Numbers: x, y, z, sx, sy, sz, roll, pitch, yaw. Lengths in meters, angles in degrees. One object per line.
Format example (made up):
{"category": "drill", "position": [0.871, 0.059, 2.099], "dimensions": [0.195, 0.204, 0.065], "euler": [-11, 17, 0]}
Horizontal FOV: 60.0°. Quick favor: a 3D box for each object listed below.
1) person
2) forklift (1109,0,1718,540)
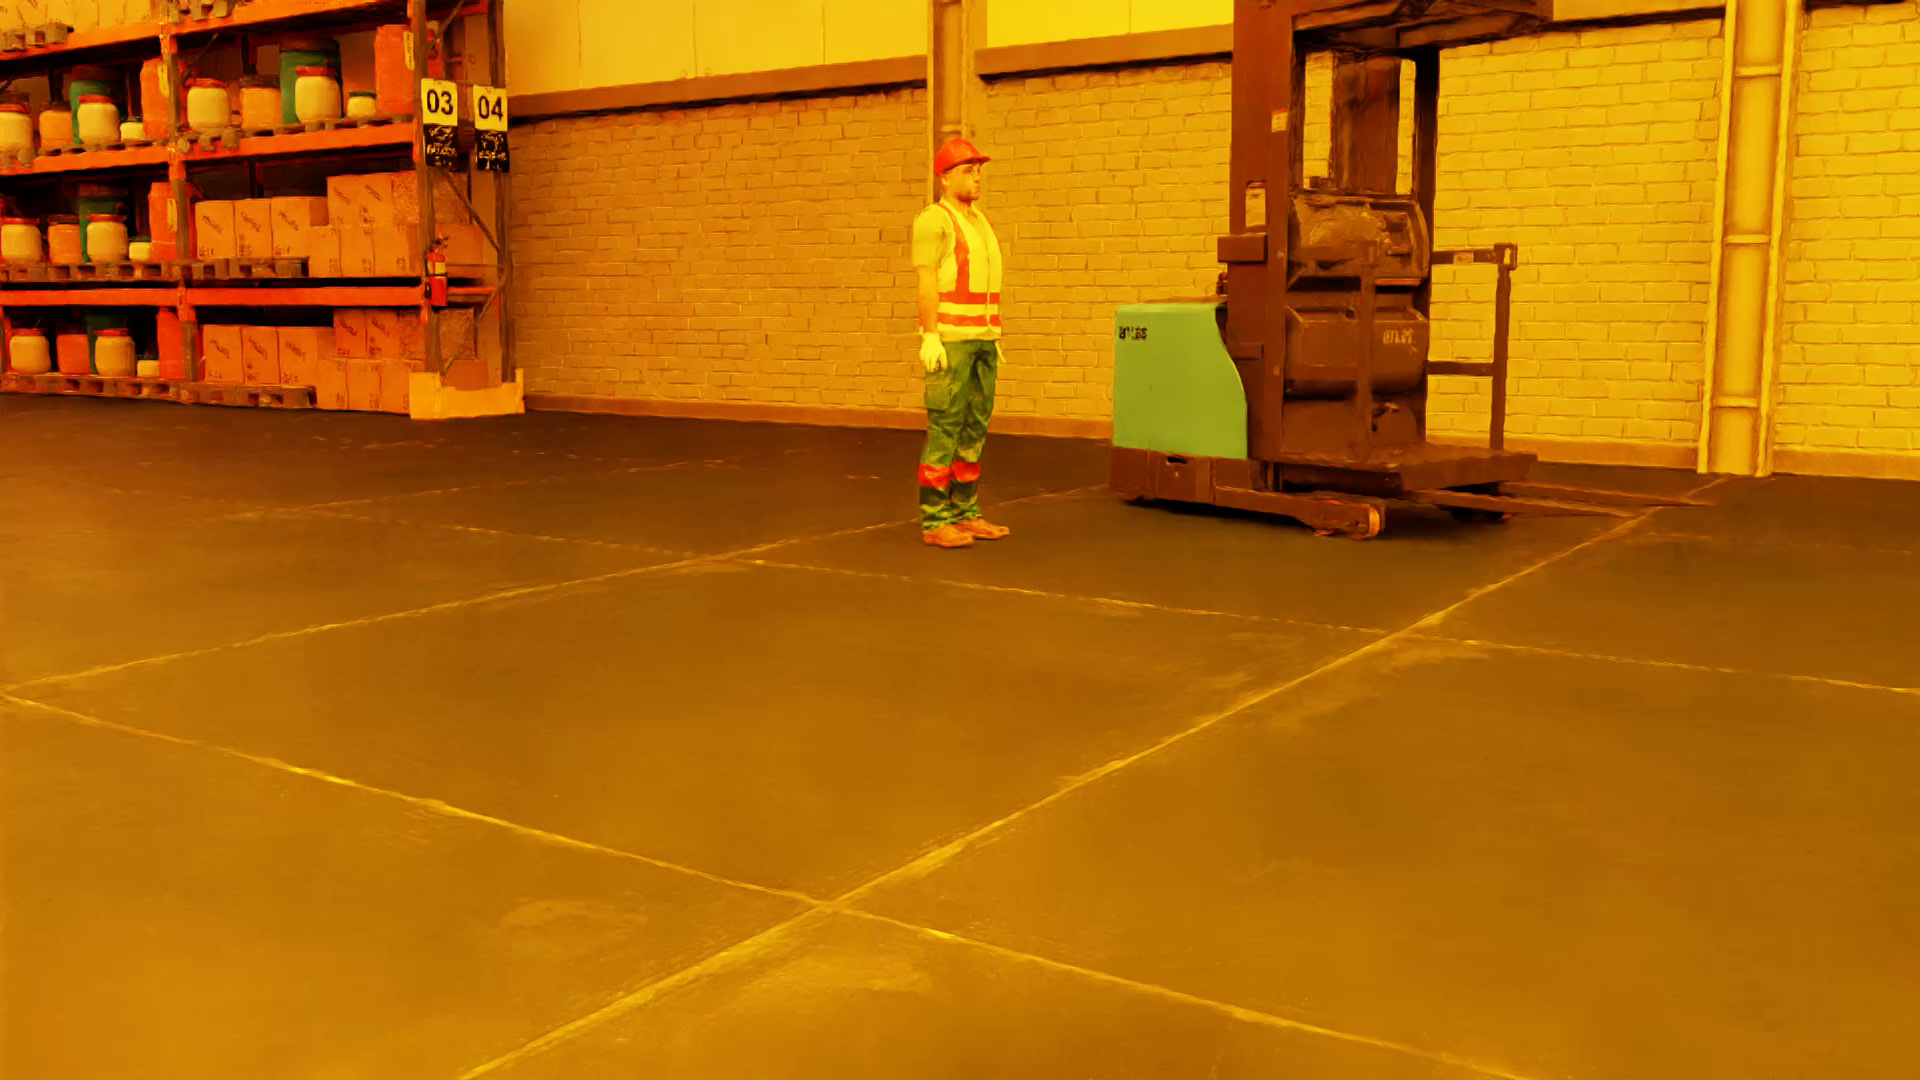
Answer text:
{"category": "person", "position": [0.018, -0.885, 7.467], "dimensions": [0.349, 1.795, 0.540], "euler": [5, 10, 34]}
{"category": "forklift", "position": [2.081, -1.529, 7.945], "dimensions": [1.130, 2.935, 3.031], "euler": [-6, 10, -36]}
